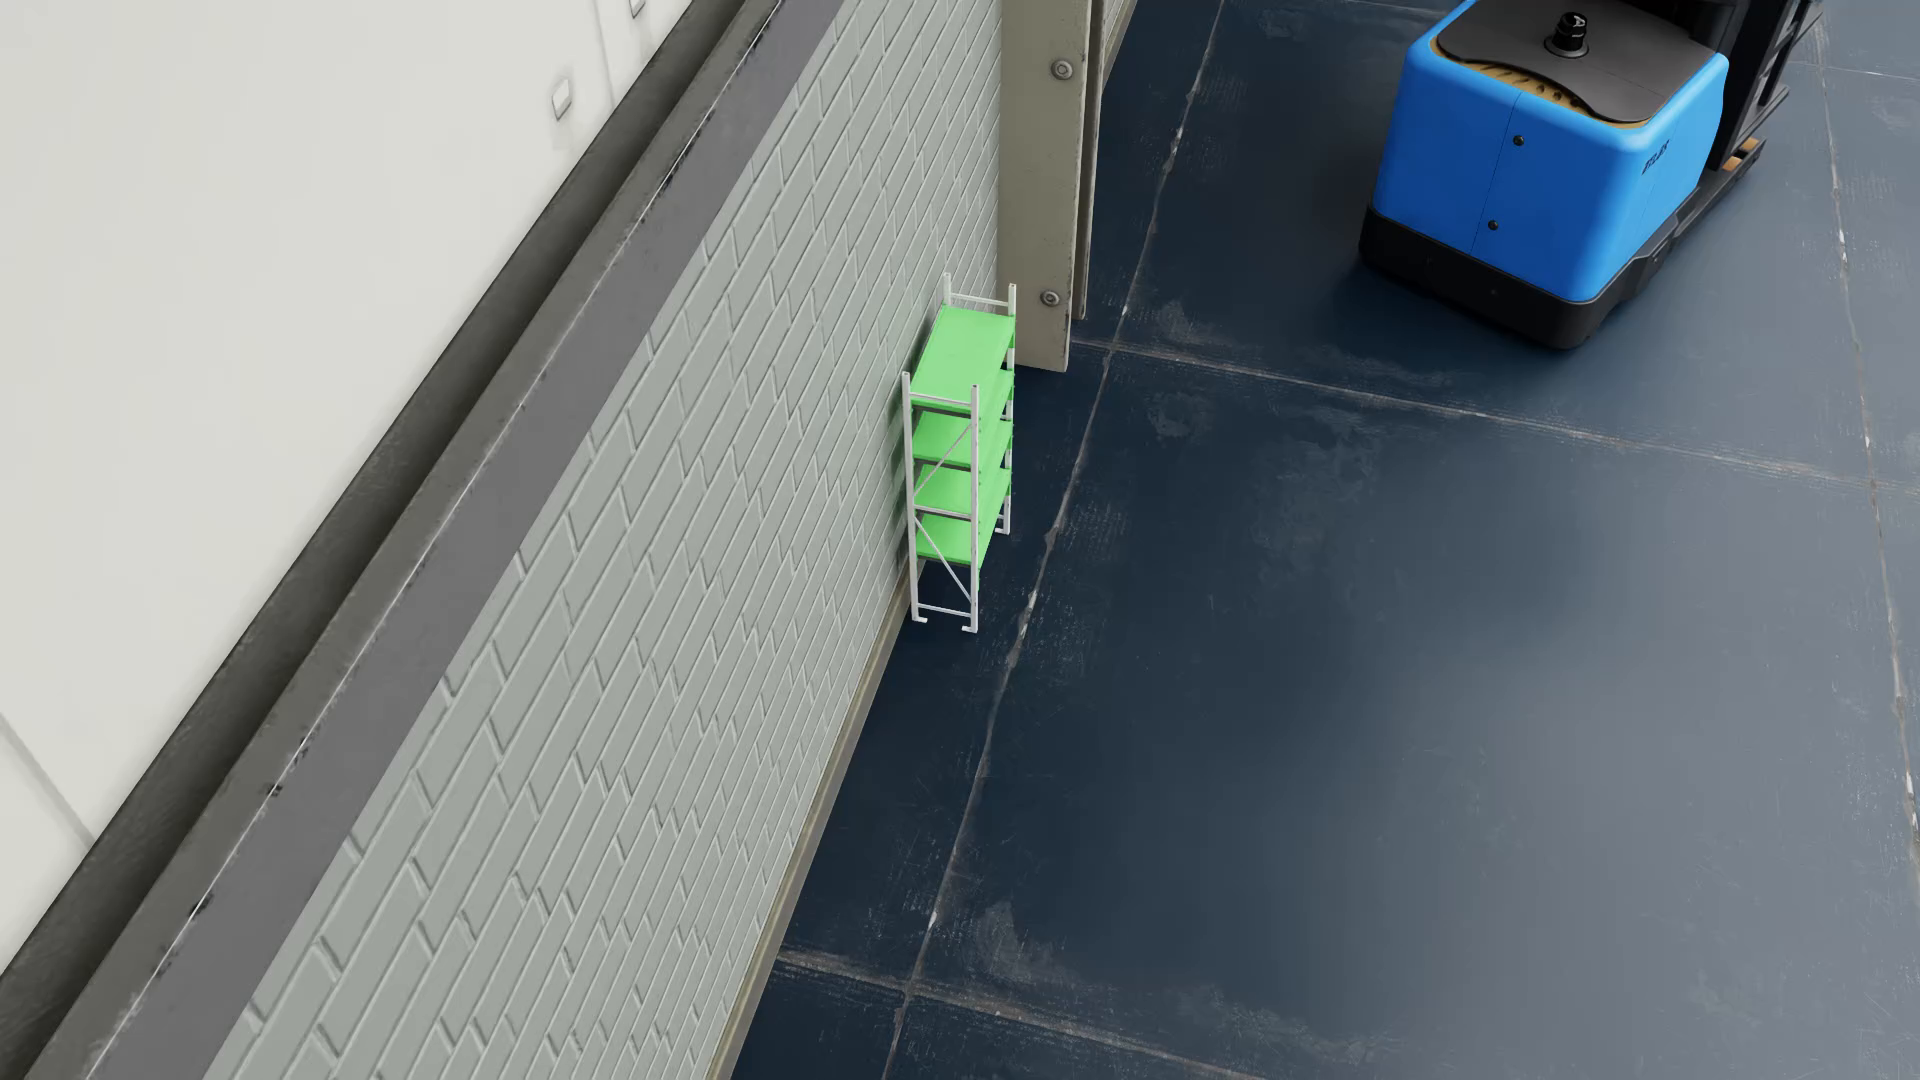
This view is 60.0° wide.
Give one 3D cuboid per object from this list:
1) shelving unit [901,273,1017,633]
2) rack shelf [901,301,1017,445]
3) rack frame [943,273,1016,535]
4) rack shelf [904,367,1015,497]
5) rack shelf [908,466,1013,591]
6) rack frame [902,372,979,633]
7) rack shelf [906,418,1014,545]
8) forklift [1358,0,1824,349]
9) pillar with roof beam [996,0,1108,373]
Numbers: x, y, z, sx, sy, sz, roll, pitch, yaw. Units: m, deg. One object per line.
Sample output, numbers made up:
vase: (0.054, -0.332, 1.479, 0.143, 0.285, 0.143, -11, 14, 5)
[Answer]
shelving unit: (0.004, -0.269, 5.686, 0.258, 1.200, 0.503, 11, 49, 10)
rack shelf: (0.002, -0.545, 5.374, 0.258, 0.148, 0.480, 11, 49, 10)
rack frame: (0.066, -0.446, 5.842, 0.240, 1.200, 0.015, 11, 49, 10)
rack shelf: (0.003, -0.386, 5.554, 0.258, 0.148, 0.480, 11, 49, 10)
rack shelf: (0.005, -0.067, 5.914, 0.258, 0.148, 0.480, 11, 49, 10)
rack frame: (-0.058, -0.092, 5.530, 0.240, 1.200, 0.015, 11, 49, 10)
rack shelf: (0.004, -0.226, 5.734, 0.258, 0.148, 0.480, 11, 49, 10)
forklift: (3.083, -2.795, 6.762, 1.130, 2.935, 3.031, 33, 56, 25)
pillar with roof beam: (4.489, -2.992, 2.889, 9.100, 9.000, 0.400, 12, 50, 10)
